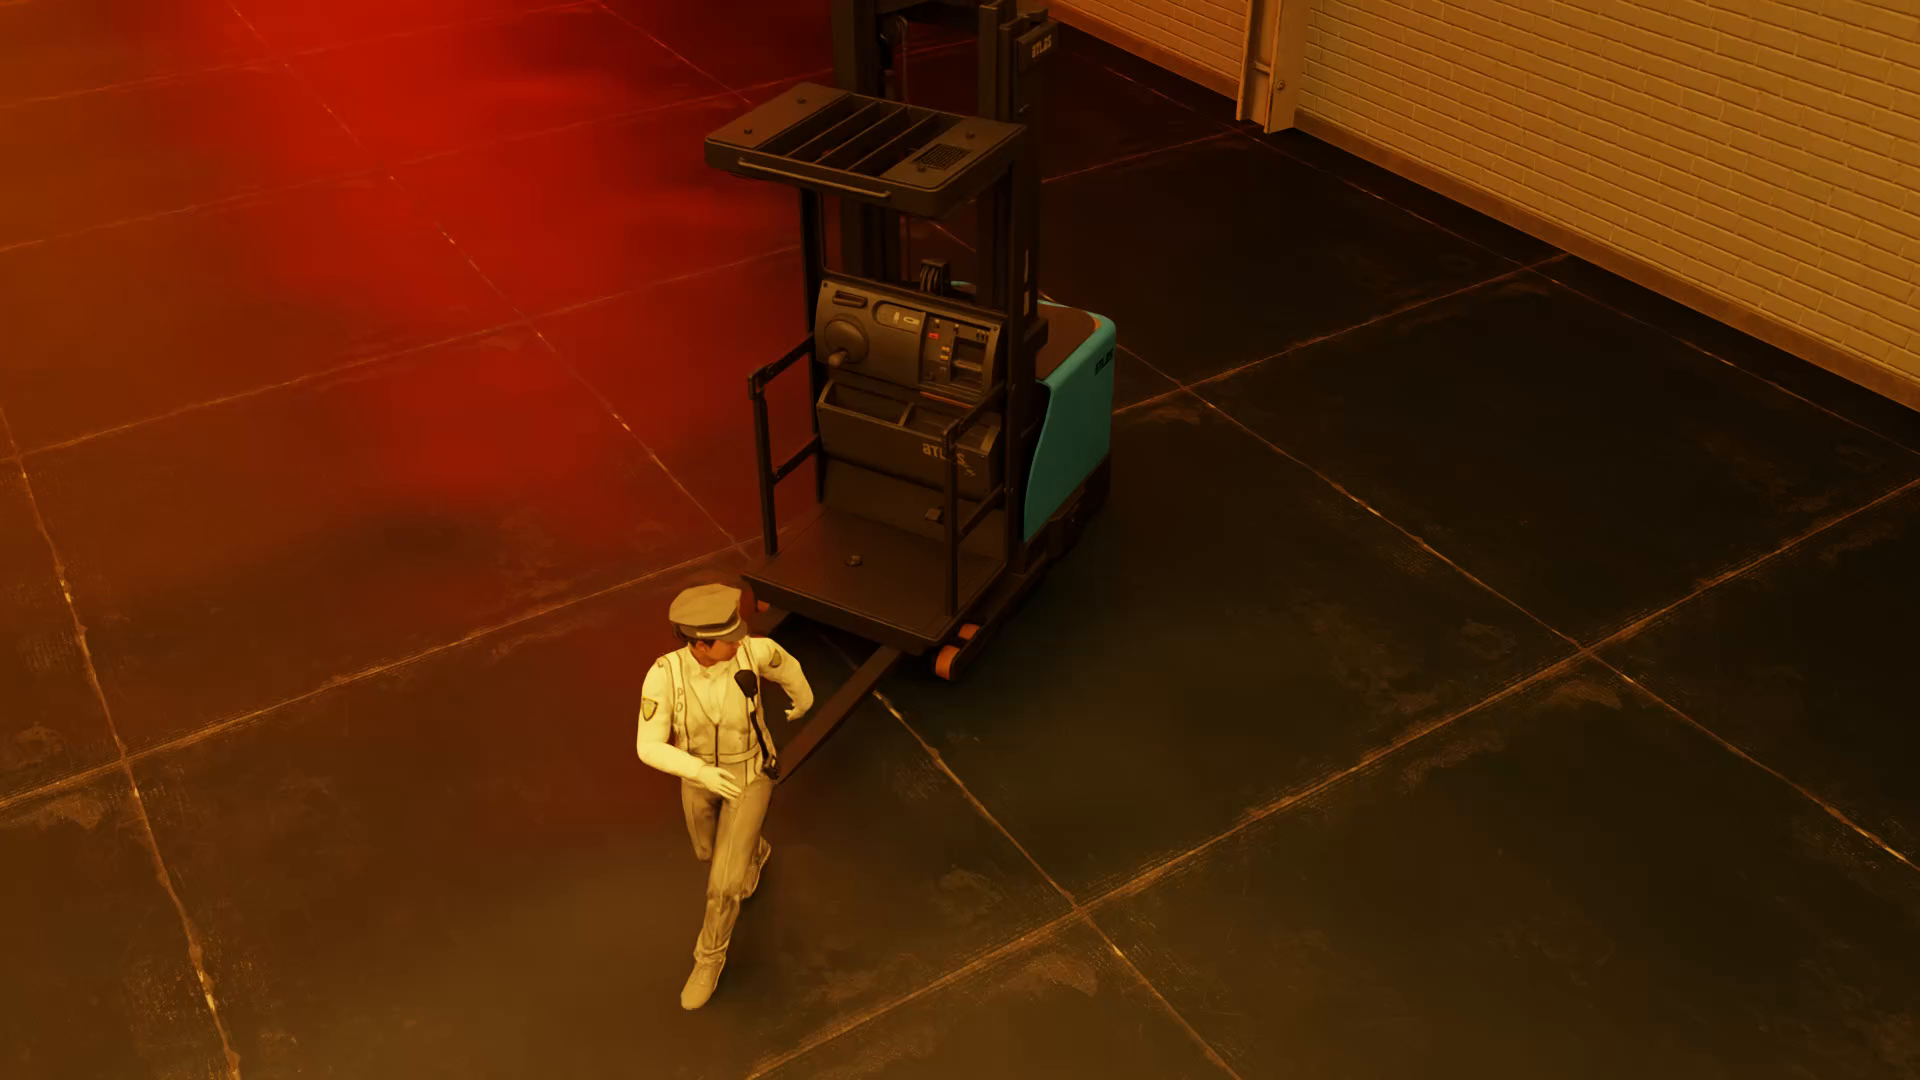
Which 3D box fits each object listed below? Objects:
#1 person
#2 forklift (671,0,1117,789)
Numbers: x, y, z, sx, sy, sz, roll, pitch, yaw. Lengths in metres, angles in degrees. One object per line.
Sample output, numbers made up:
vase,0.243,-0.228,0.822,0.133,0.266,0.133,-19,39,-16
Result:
person,-0.868,0.875,6.106,0.506,1.611,0.895,6,36,8
forklift,-0.344,-0.842,7.346,1.130,2.935,3.031,18,39,23
